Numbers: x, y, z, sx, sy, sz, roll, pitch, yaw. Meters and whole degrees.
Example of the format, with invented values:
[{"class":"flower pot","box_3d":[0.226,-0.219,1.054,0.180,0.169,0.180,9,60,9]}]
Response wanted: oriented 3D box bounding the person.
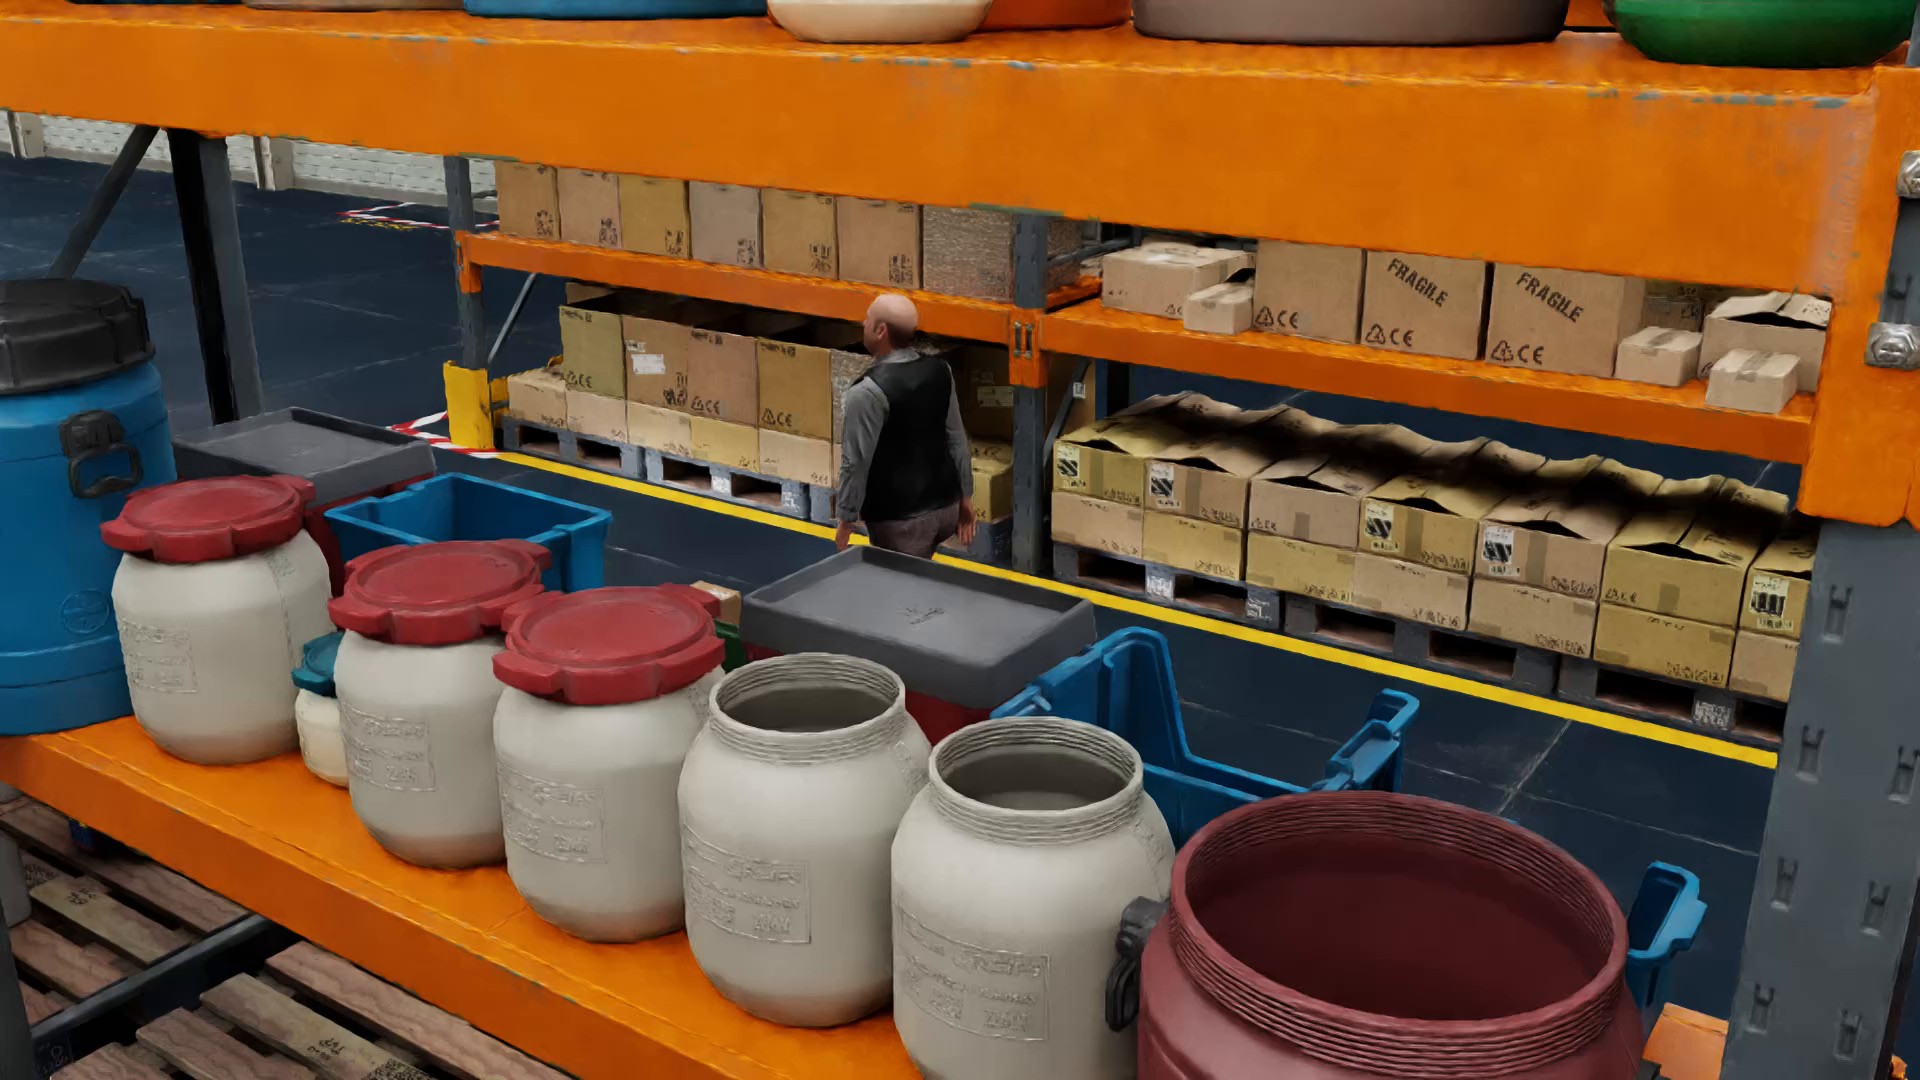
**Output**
[{"class":"person","box_3d":[-0.285,-0.113,6.403,0.868,1.685,0.563,14,24,34]}]
